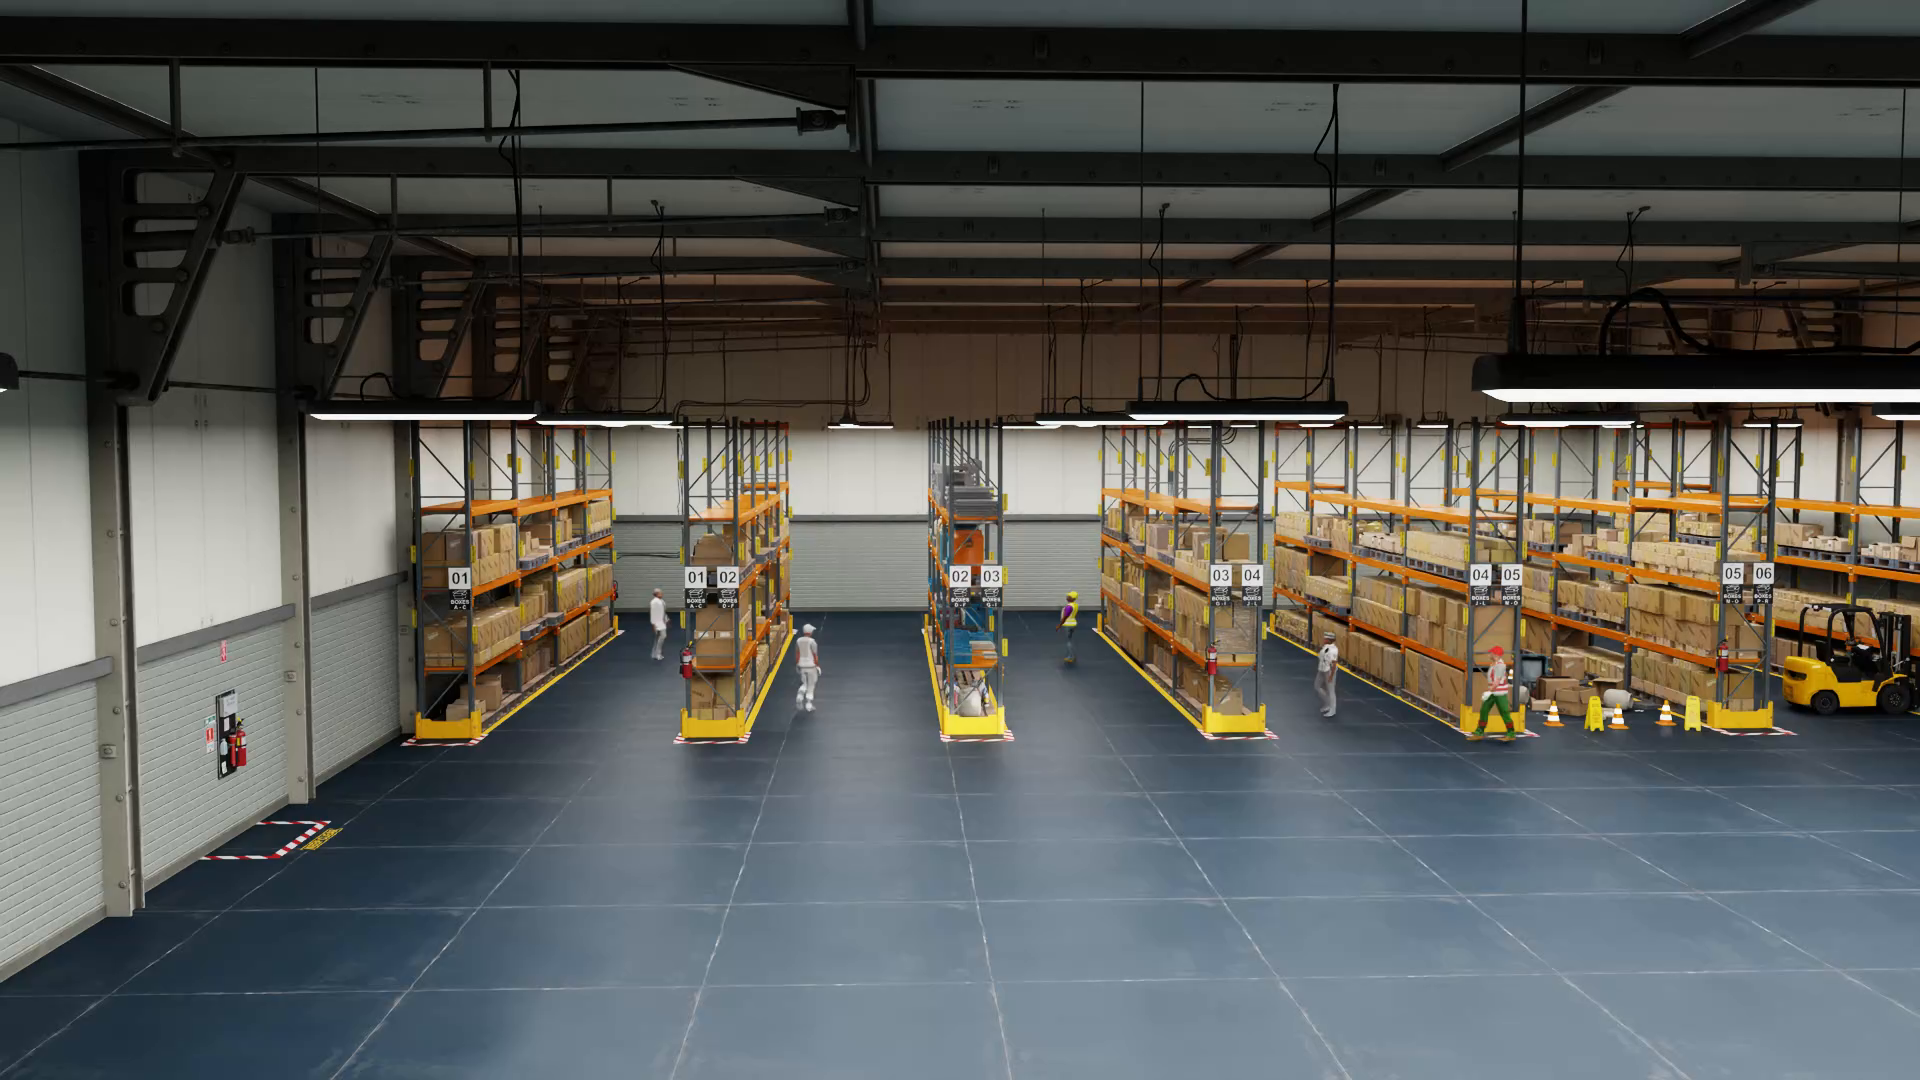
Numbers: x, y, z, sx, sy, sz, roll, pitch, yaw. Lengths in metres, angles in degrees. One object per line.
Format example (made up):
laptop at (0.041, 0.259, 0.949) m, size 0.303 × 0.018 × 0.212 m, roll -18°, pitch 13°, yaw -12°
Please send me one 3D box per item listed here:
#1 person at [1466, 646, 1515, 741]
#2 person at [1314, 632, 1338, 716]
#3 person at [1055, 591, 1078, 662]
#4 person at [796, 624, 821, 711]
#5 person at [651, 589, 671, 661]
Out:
person at (9.802, 2.831, 30.566) m, size 0.832 × 1.780 × 0.559 m, roll -1°, pitch 4°, yaw -10°
person at (7.427, 2.692, 33.601) m, size 0.423 × 1.683 × 0.556 m, roll -2°, pitch 4°, yaw -25°
person at (2.666, 2.165, 41.200) m, size 0.506 × 1.798 × 0.630 m, roll 4°, pitch 5°, yaw 44°
person at (-3.110, 2.599, 33.932) m, size 0.554 × 1.784 × 0.481 m, roll 2°, pitch 4°, yaw 32°
person at (-7.540, 2.138, 41.760) m, size 0.550 × 1.838 × 0.634 m, roll 2°, pitch 4°, yaw 27°
